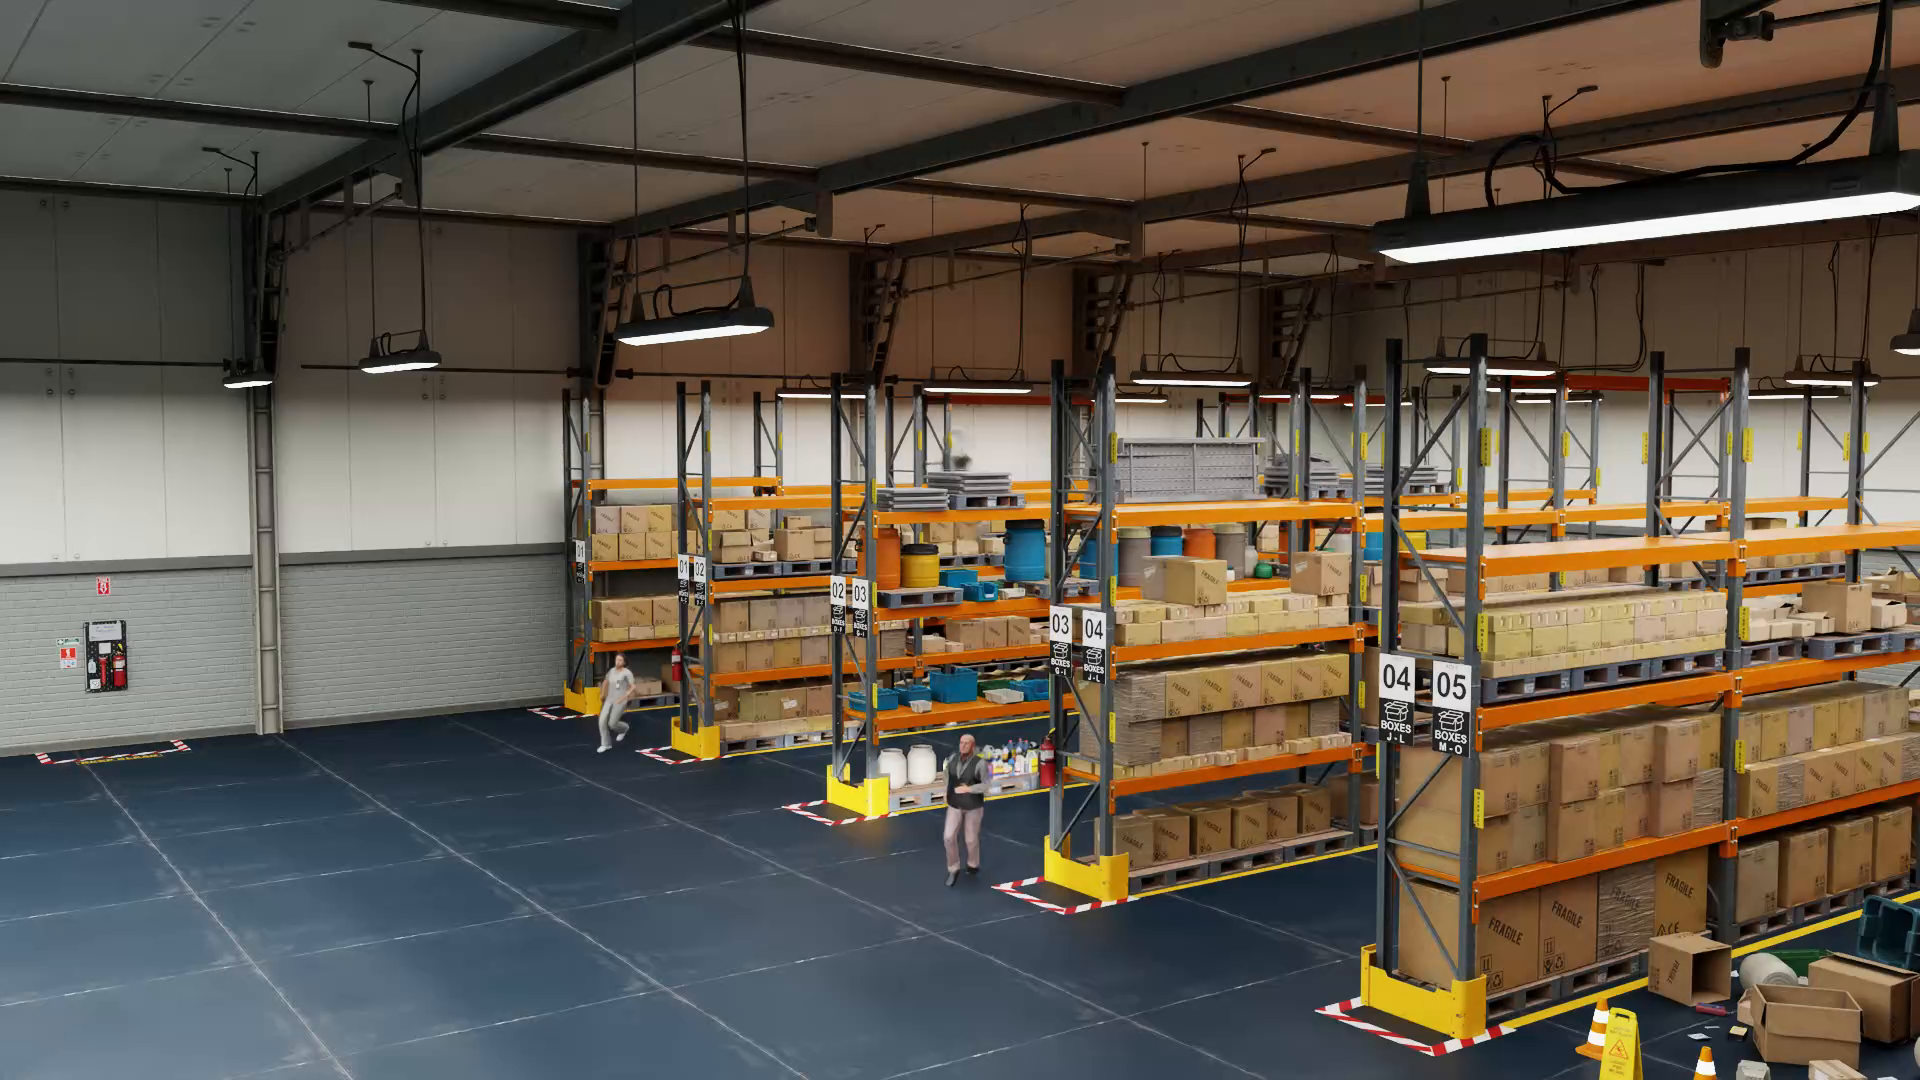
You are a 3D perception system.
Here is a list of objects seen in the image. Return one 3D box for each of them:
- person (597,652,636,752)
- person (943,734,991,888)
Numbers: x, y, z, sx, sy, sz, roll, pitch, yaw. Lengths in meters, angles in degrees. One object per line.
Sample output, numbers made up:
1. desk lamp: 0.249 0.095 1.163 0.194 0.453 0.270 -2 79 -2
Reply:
1. person: -5.560 2.631 27.136 0.603 1.624 0.637 2 4 23
2. person: 0.059 3.087 19.040 0.648 1.753 0.720 1 4 22
